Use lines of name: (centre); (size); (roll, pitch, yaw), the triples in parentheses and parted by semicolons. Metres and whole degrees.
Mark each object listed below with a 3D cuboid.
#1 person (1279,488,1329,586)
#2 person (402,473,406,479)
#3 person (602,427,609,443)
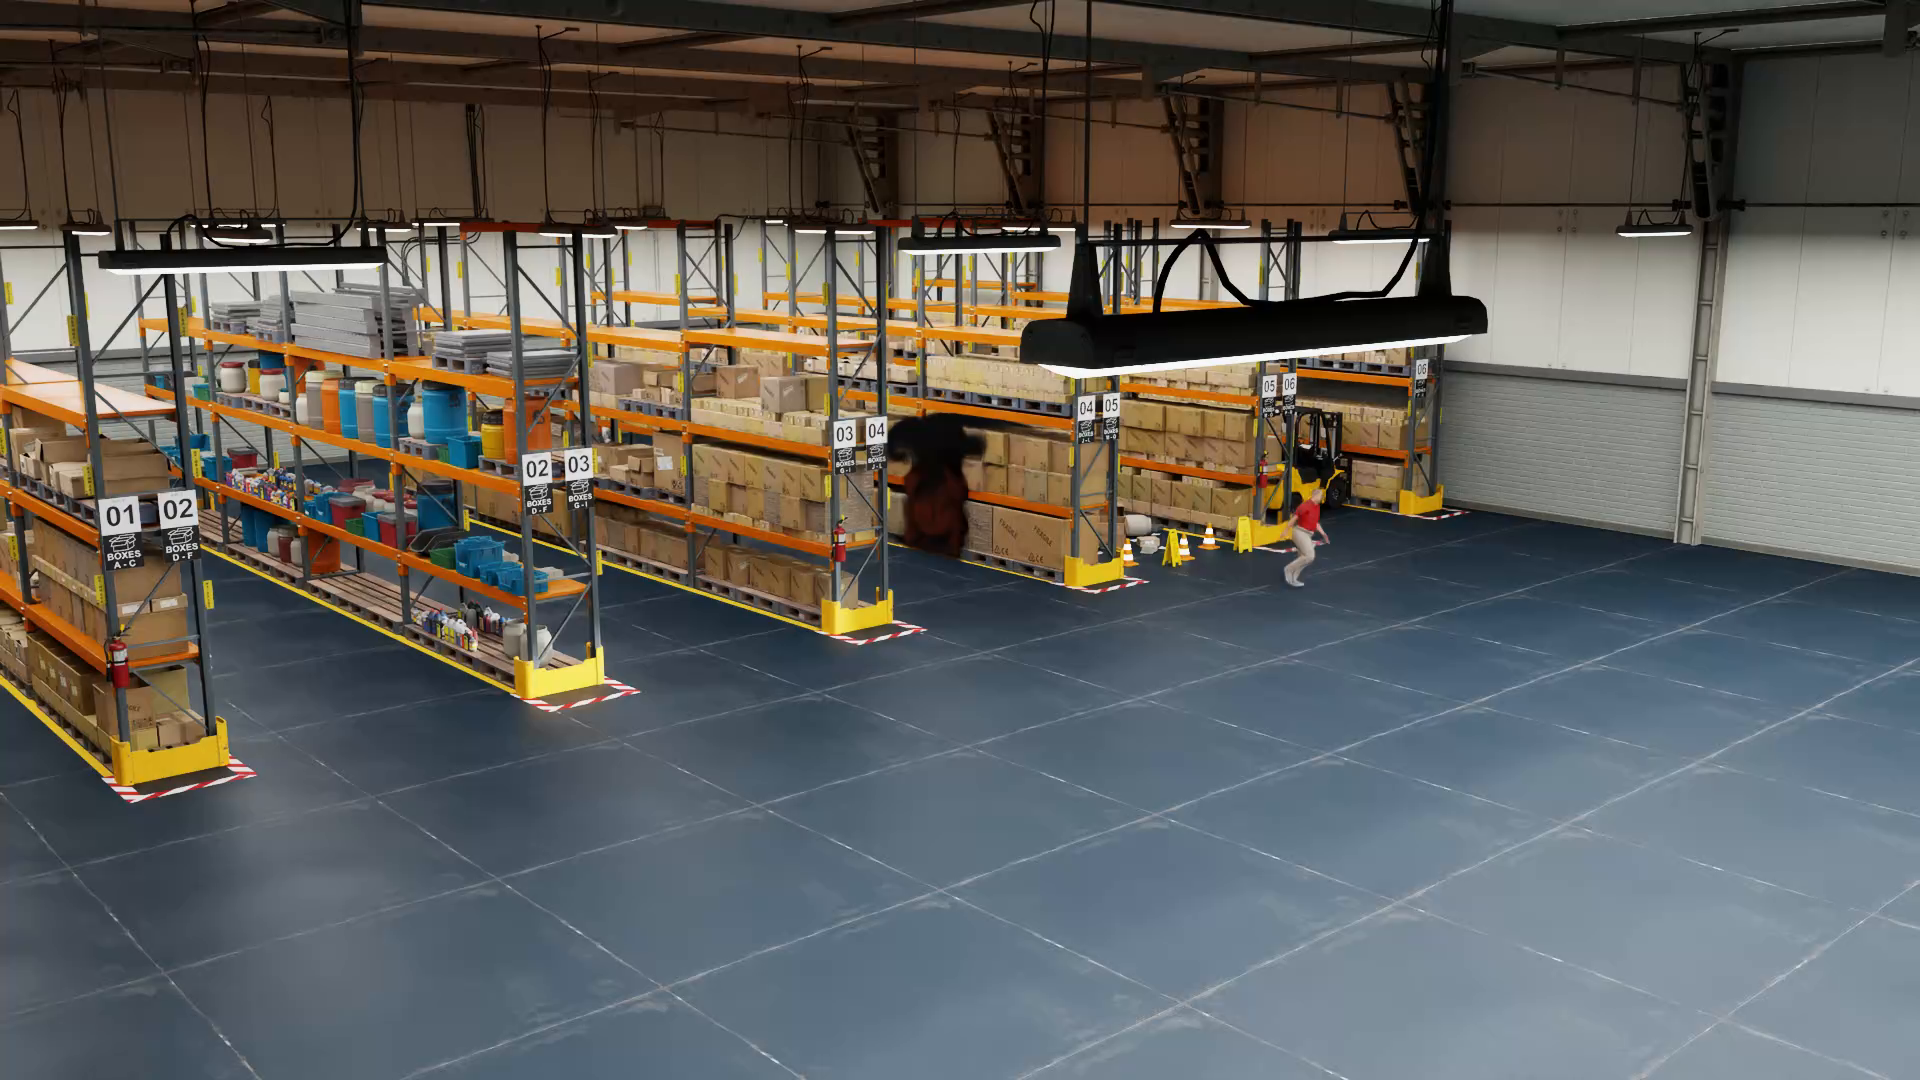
person: (5.783, -0.056, 27.944); (0.759, 1.650, 0.688); (5, 13, 25)
person: (-12.513, -2.092, 37.949); (0.633, 1.694, 0.682); (-9, 14, -36)
person: (-8.910, -3.029, 42.418); (0.580, 1.784, 0.795); (3, 12, 13)
